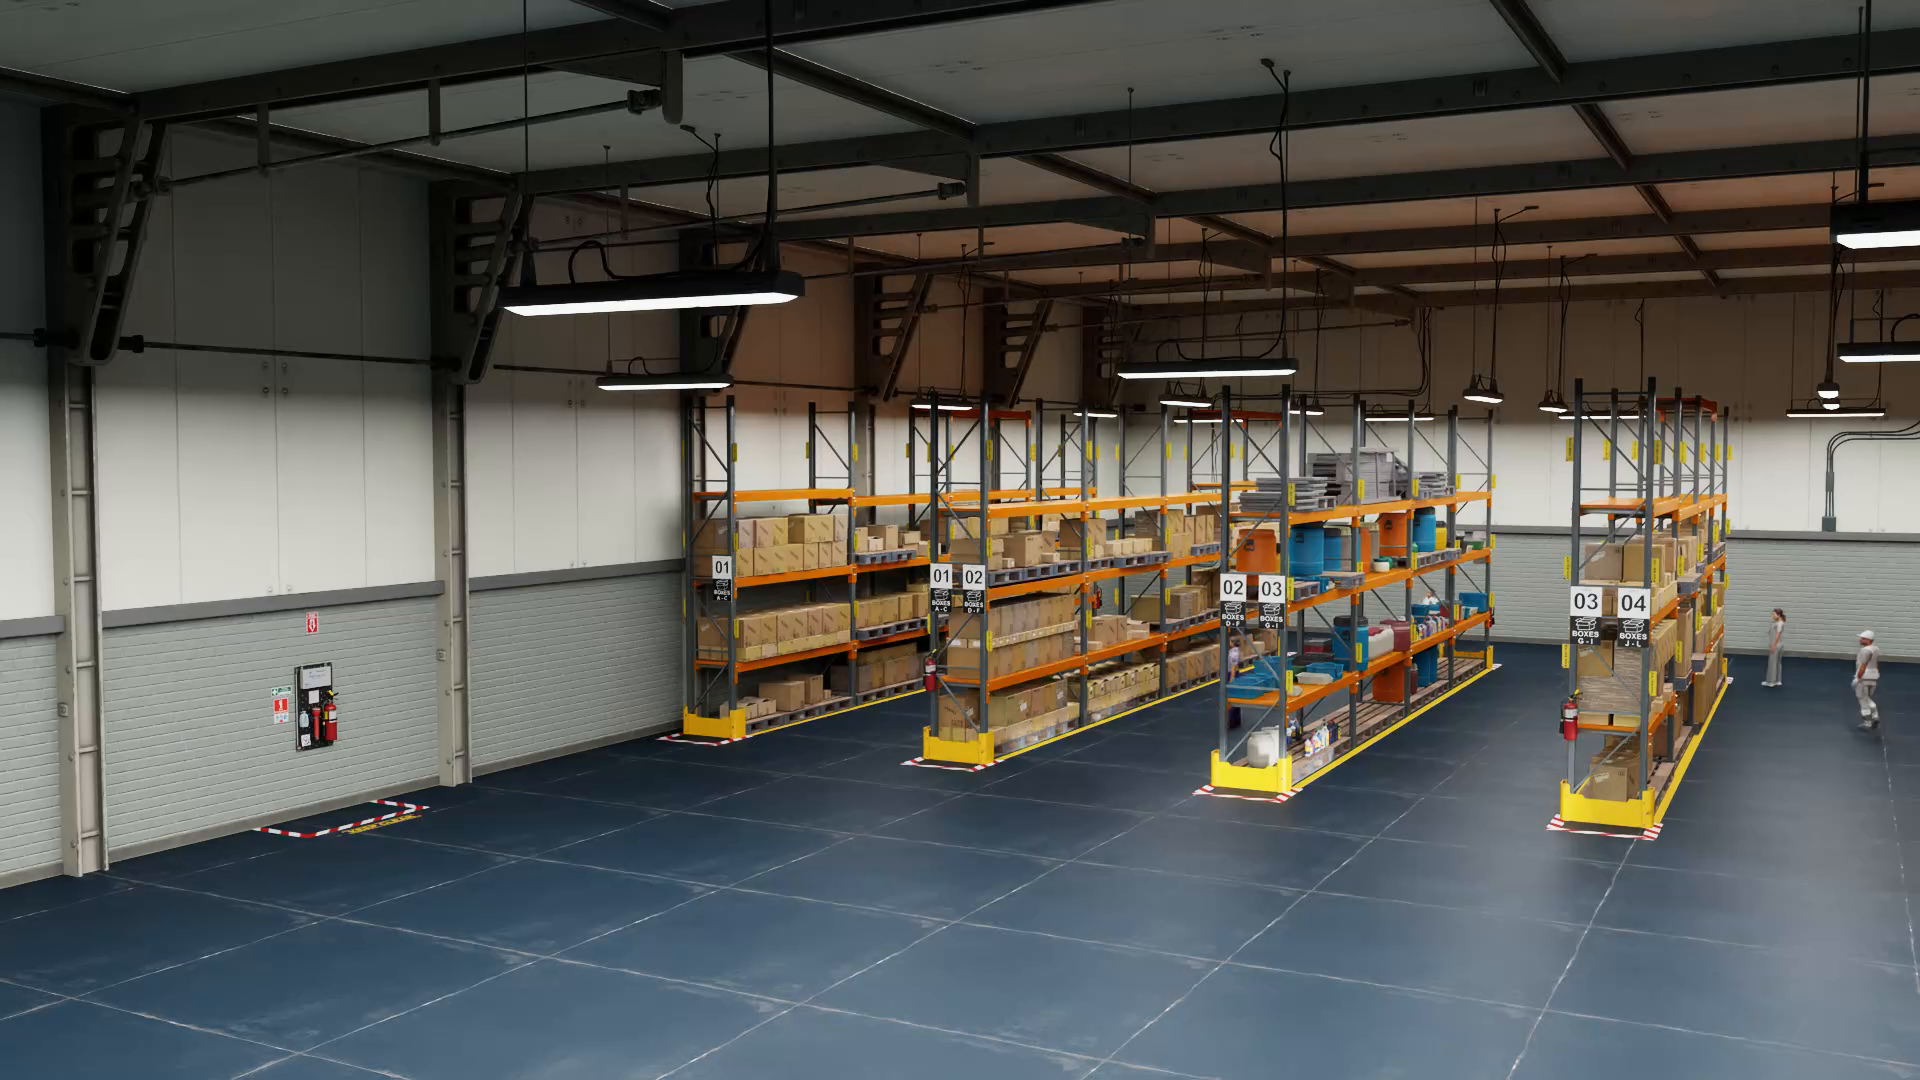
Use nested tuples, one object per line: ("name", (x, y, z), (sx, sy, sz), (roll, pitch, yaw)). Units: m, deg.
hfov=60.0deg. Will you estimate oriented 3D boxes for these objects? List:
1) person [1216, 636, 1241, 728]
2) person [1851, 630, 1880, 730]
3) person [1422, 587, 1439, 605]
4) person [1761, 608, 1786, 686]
("person", (4.909, 2.590, 30.415), (0.515, 1.639, 0.537), (0, 3, 0))
("person", (16.326, 2.523, 29.969), (0.561, 1.805, 0.449), (-1, 3, -14))
("person", (11.628, 2.011, 41.042), (0.517, 1.738, 0.769), (1, 3, 25))
("person", (17.426, 2.293, 35.605), (0.441, 1.680, 0.507), (2, 4, 34))
